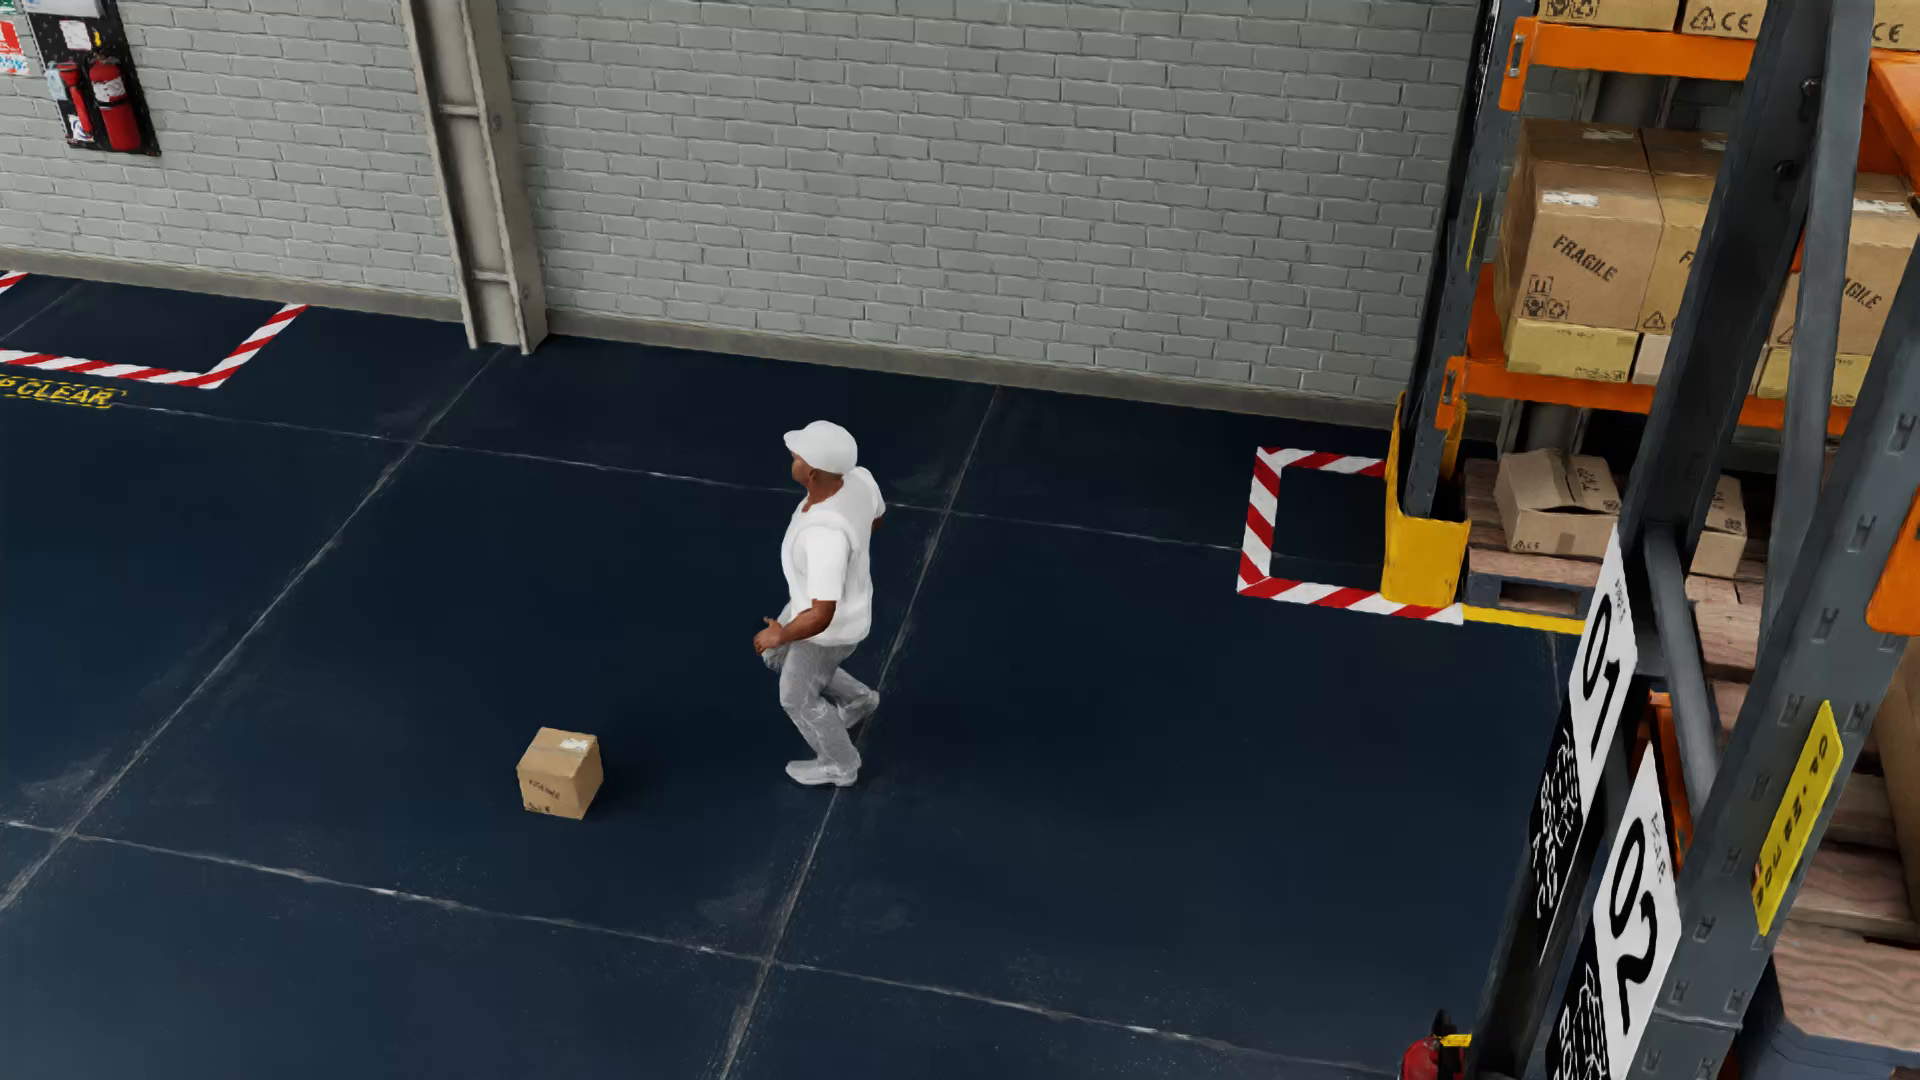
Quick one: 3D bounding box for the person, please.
[{"bbox_3d":[-0.560,0.292,6.574,0.522,1.731,0.746,1,36,1],"label":"person"}]
